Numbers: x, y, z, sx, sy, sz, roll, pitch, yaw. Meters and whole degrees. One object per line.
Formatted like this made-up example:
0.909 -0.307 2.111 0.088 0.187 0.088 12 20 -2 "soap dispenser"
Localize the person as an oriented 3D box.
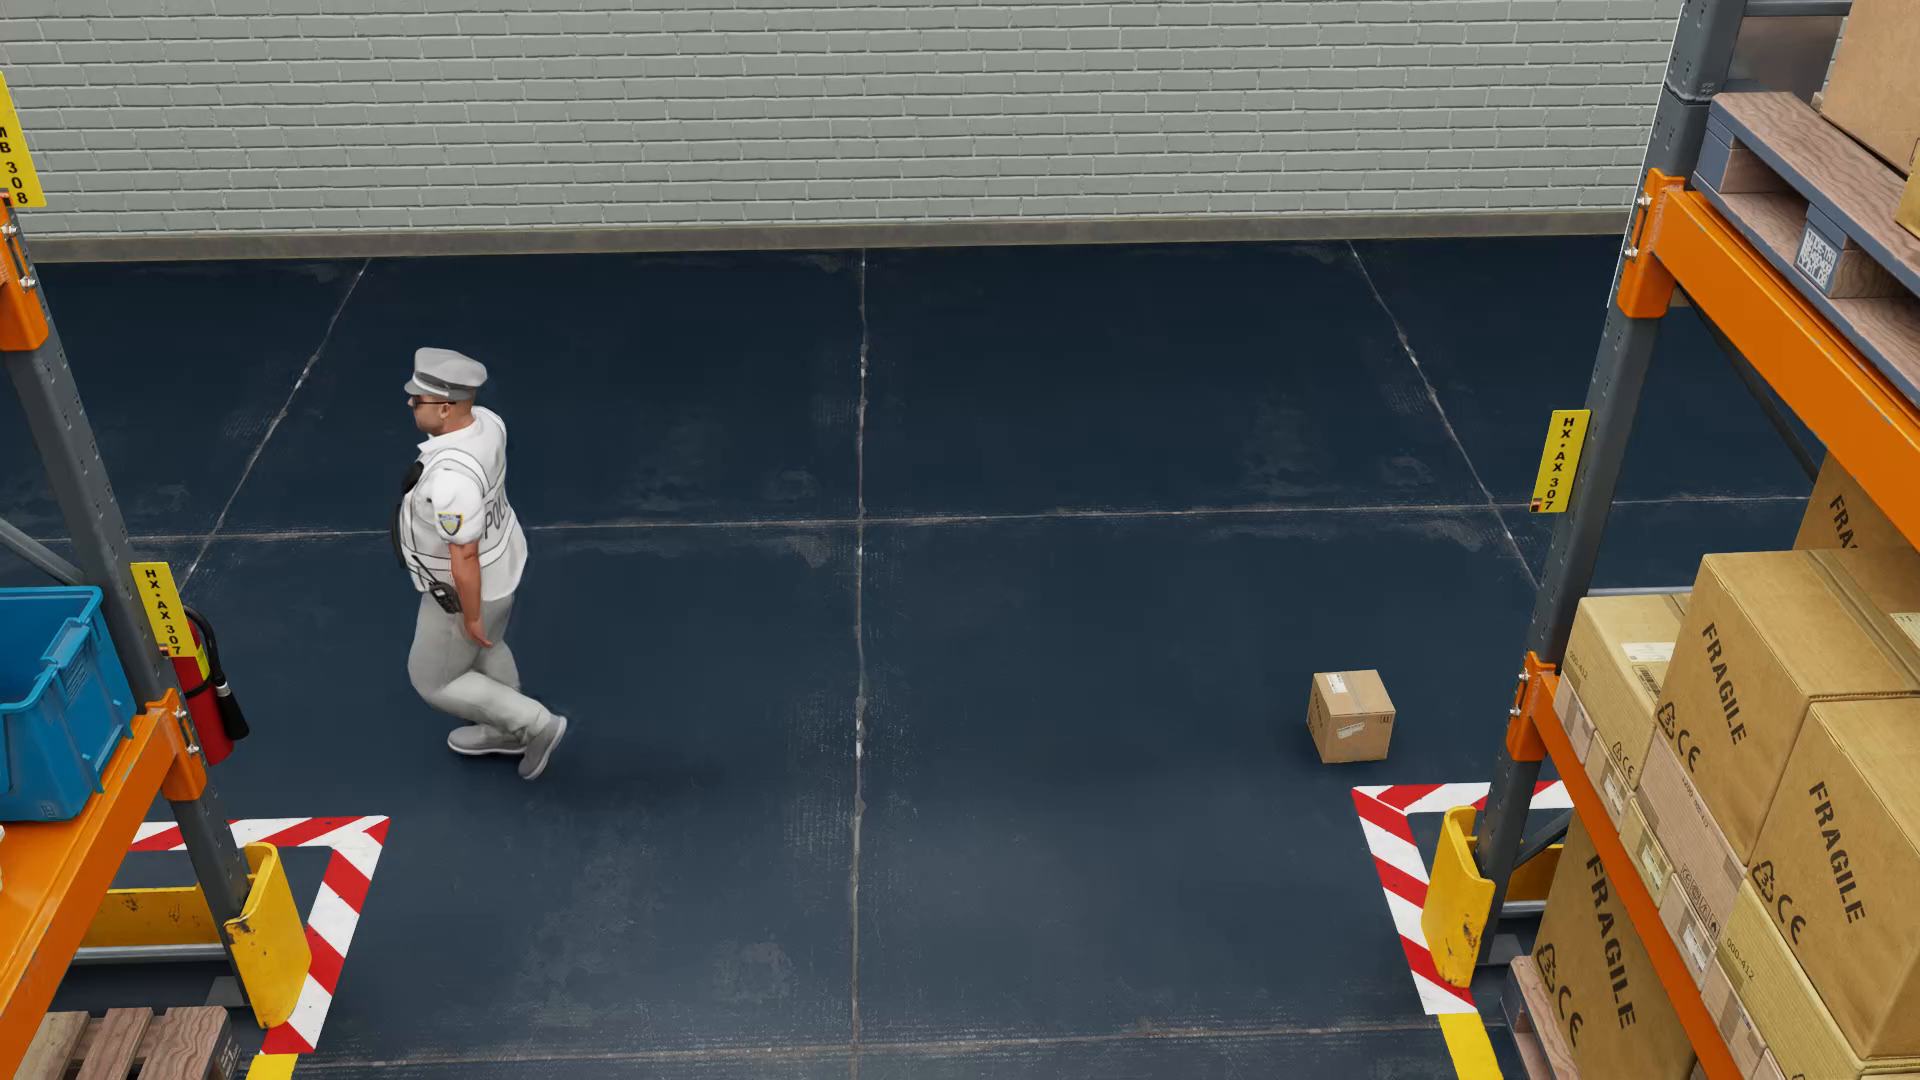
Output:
-1.723 0.118 5.911 0.533 1.761 0.537 0 35 1 "person"
